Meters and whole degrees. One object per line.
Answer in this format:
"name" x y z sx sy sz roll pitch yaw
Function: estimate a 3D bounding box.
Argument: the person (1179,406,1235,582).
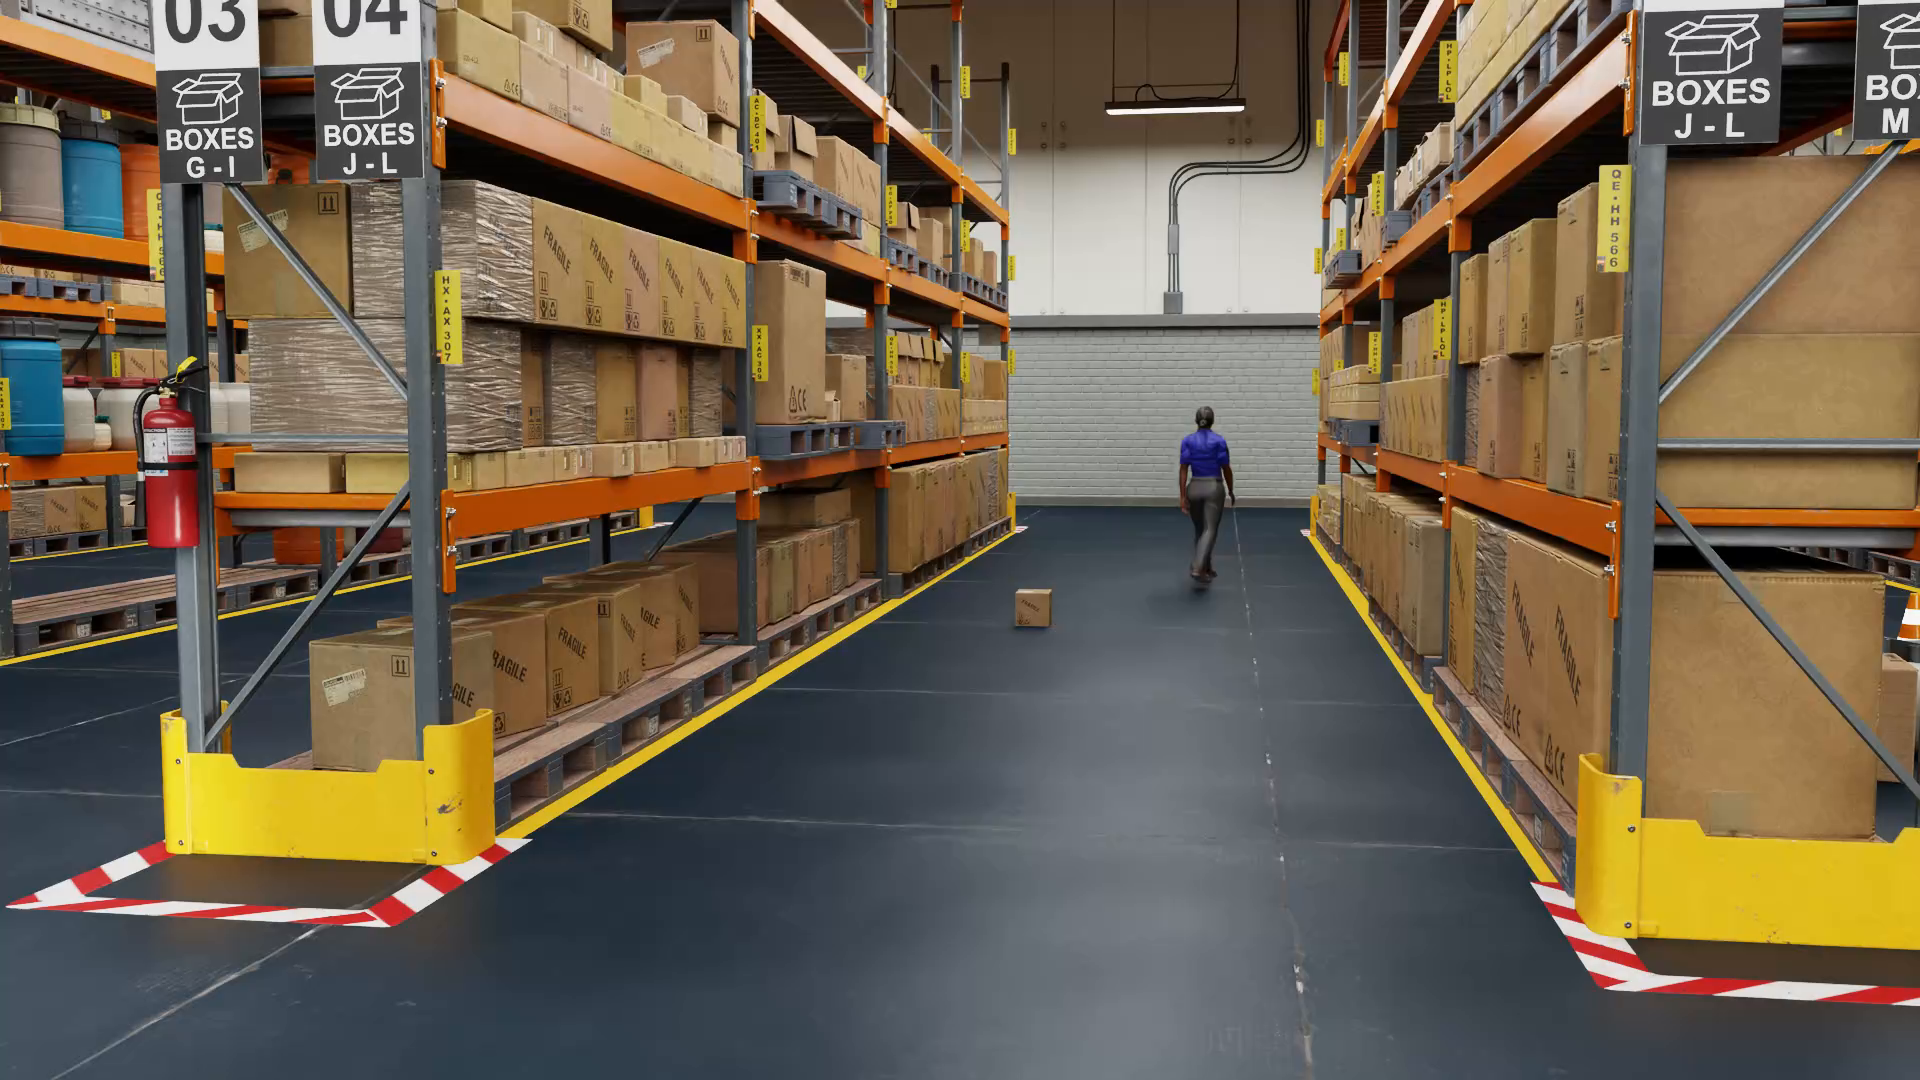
"person" 2.242 -0.417 15.093 0.448 1.601 0.983 2 5 27
